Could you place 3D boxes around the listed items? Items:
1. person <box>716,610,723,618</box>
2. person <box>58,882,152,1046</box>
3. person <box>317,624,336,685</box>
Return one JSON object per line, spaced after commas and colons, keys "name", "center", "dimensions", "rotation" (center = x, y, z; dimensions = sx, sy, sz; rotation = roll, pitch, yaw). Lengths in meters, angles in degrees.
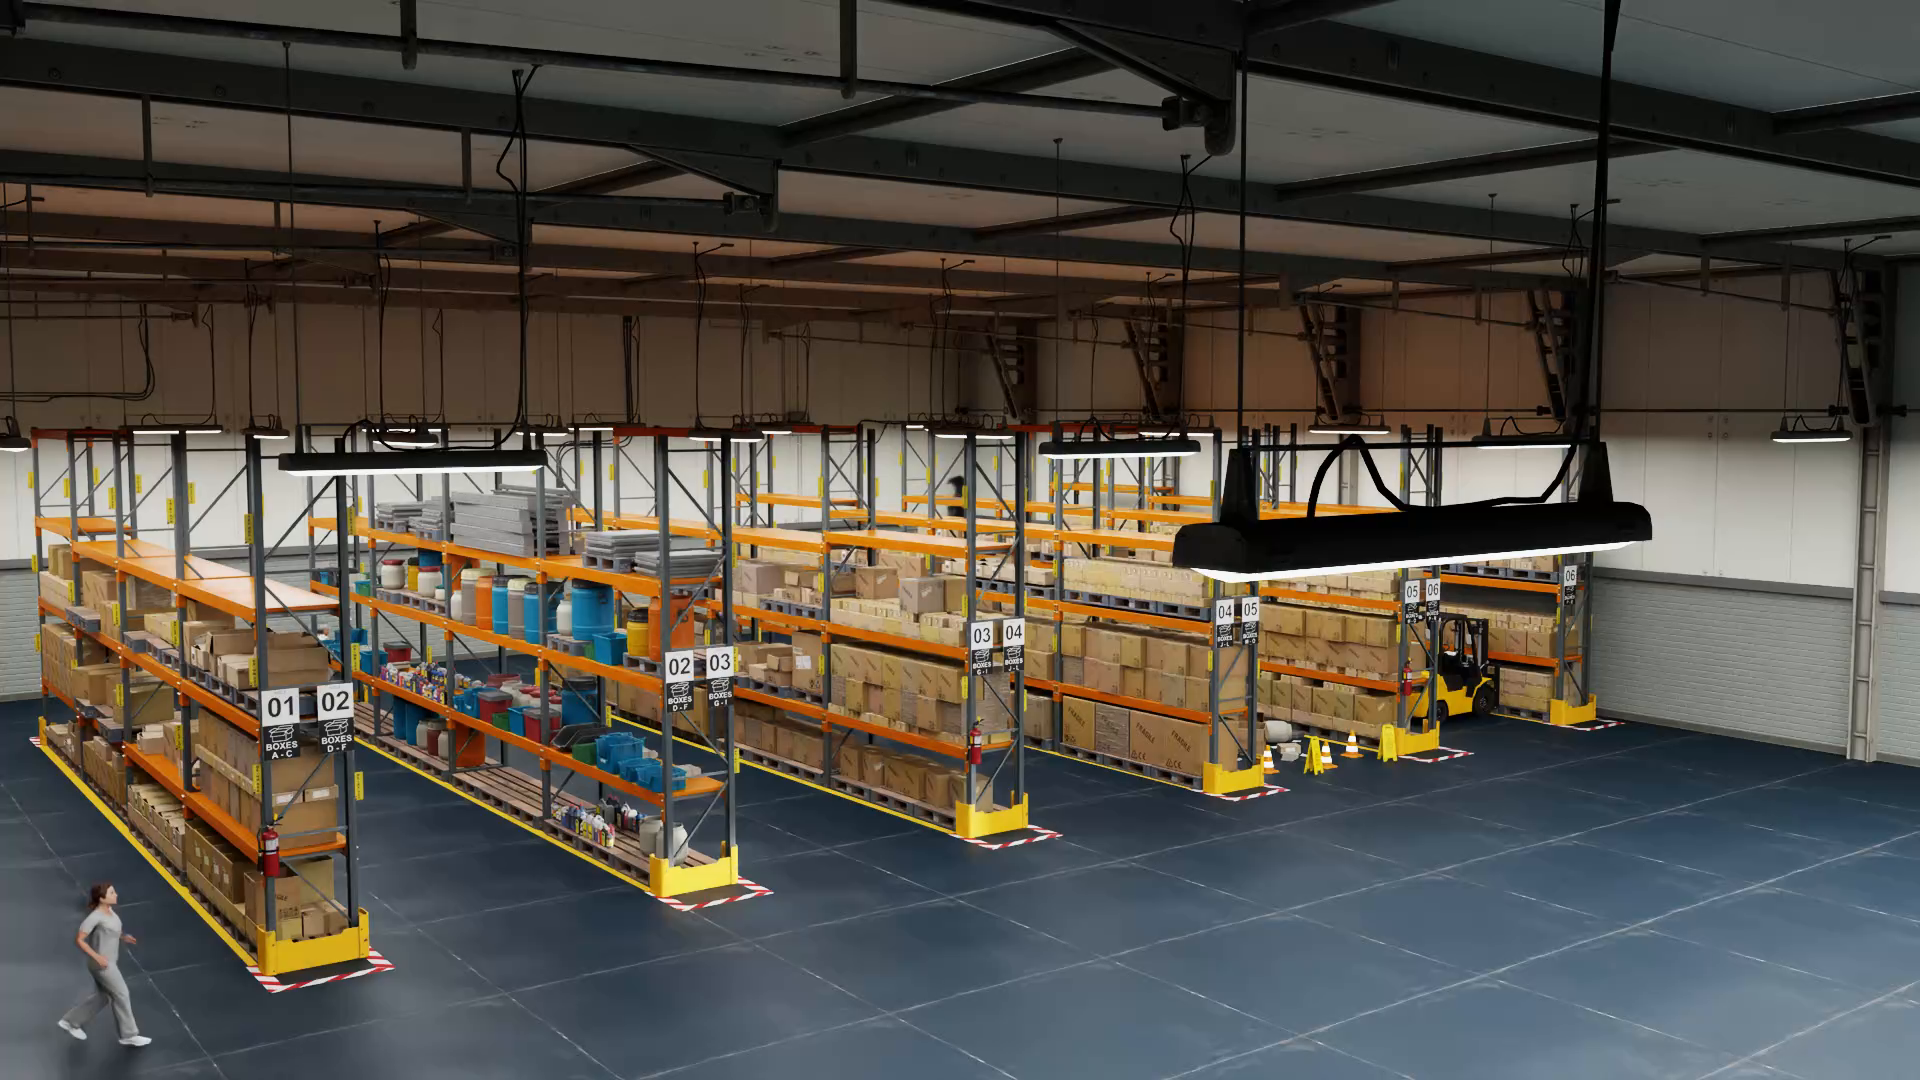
{"name": "person", "center": [-6.041, 2.353, 41.947], "dimensions": [0.591, 1.444, 0.754], "rotation": [-1, 5, -9]}
{"name": "person", "center": [-8.489, 4.201, 16.432], "dimensions": [0.869, 1.670, 0.614], "rotation": [-1, 5, -12]}
{"name": "person", "center": [-13.945, 2.655, 36.310], "dimensions": [0.848, 1.635, 0.608], "rotation": [-2, 5, -28]}
